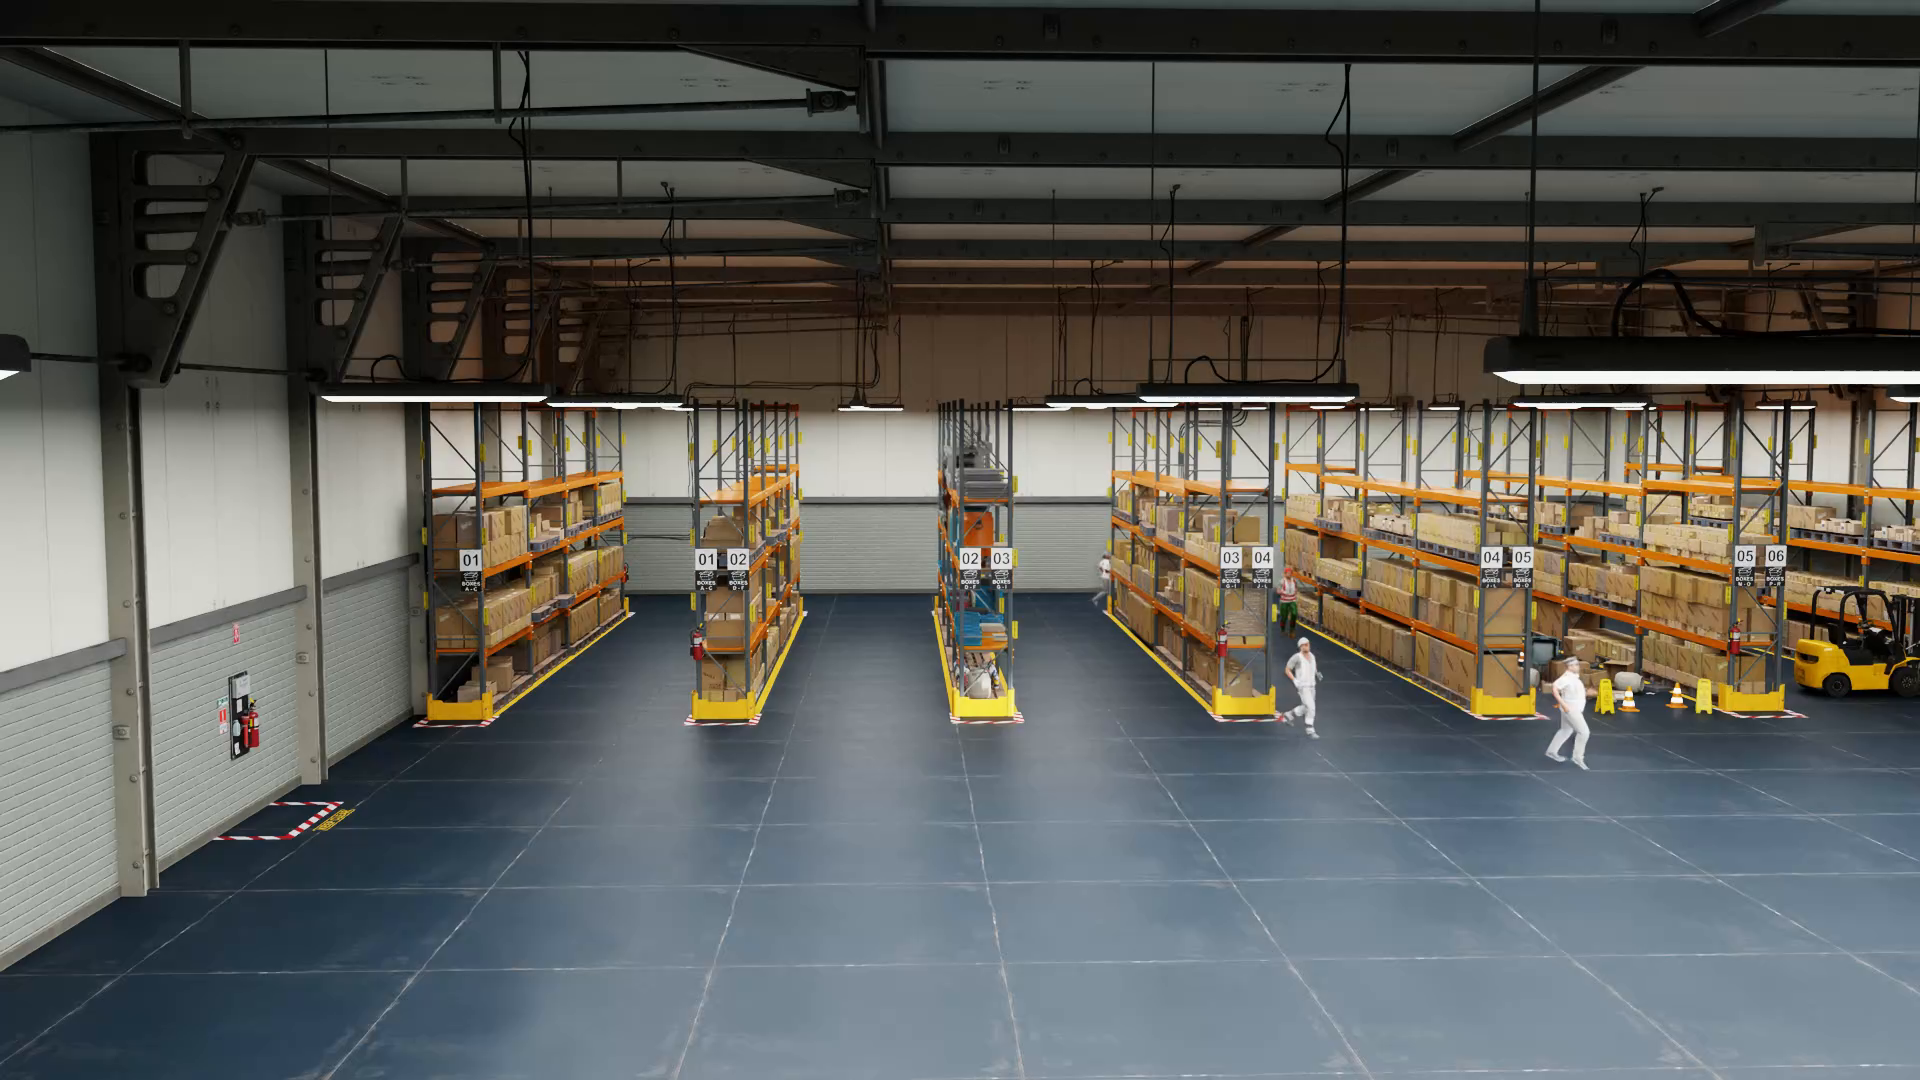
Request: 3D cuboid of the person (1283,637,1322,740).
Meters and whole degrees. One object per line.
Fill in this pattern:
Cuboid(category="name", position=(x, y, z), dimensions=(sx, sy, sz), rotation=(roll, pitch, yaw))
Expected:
Cuboid(category="person", position=(6.085, 2.607, 29.484), dimensions=(0.646, 1.779, 0.820), rotation=(-3, 6, -39))

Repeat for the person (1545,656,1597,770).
Cuboid(category="person", position=(9.916, 2.796, 26.989), dimensions=(0.785, 1.851, 0.633), rotation=(2, 5, 25))

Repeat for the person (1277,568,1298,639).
Cuboid(category="person", position=(8.386, 1.612, 42.470), dimensions=(0.601, 1.818, 0.777), rotation=(0, 4, -3))

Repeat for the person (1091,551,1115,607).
Cuboid(category="person", position=(4.322, 1.147, 48.901), dimensions=(0.844, 1.682, 0.593), rotation=(0, 4, 2))
